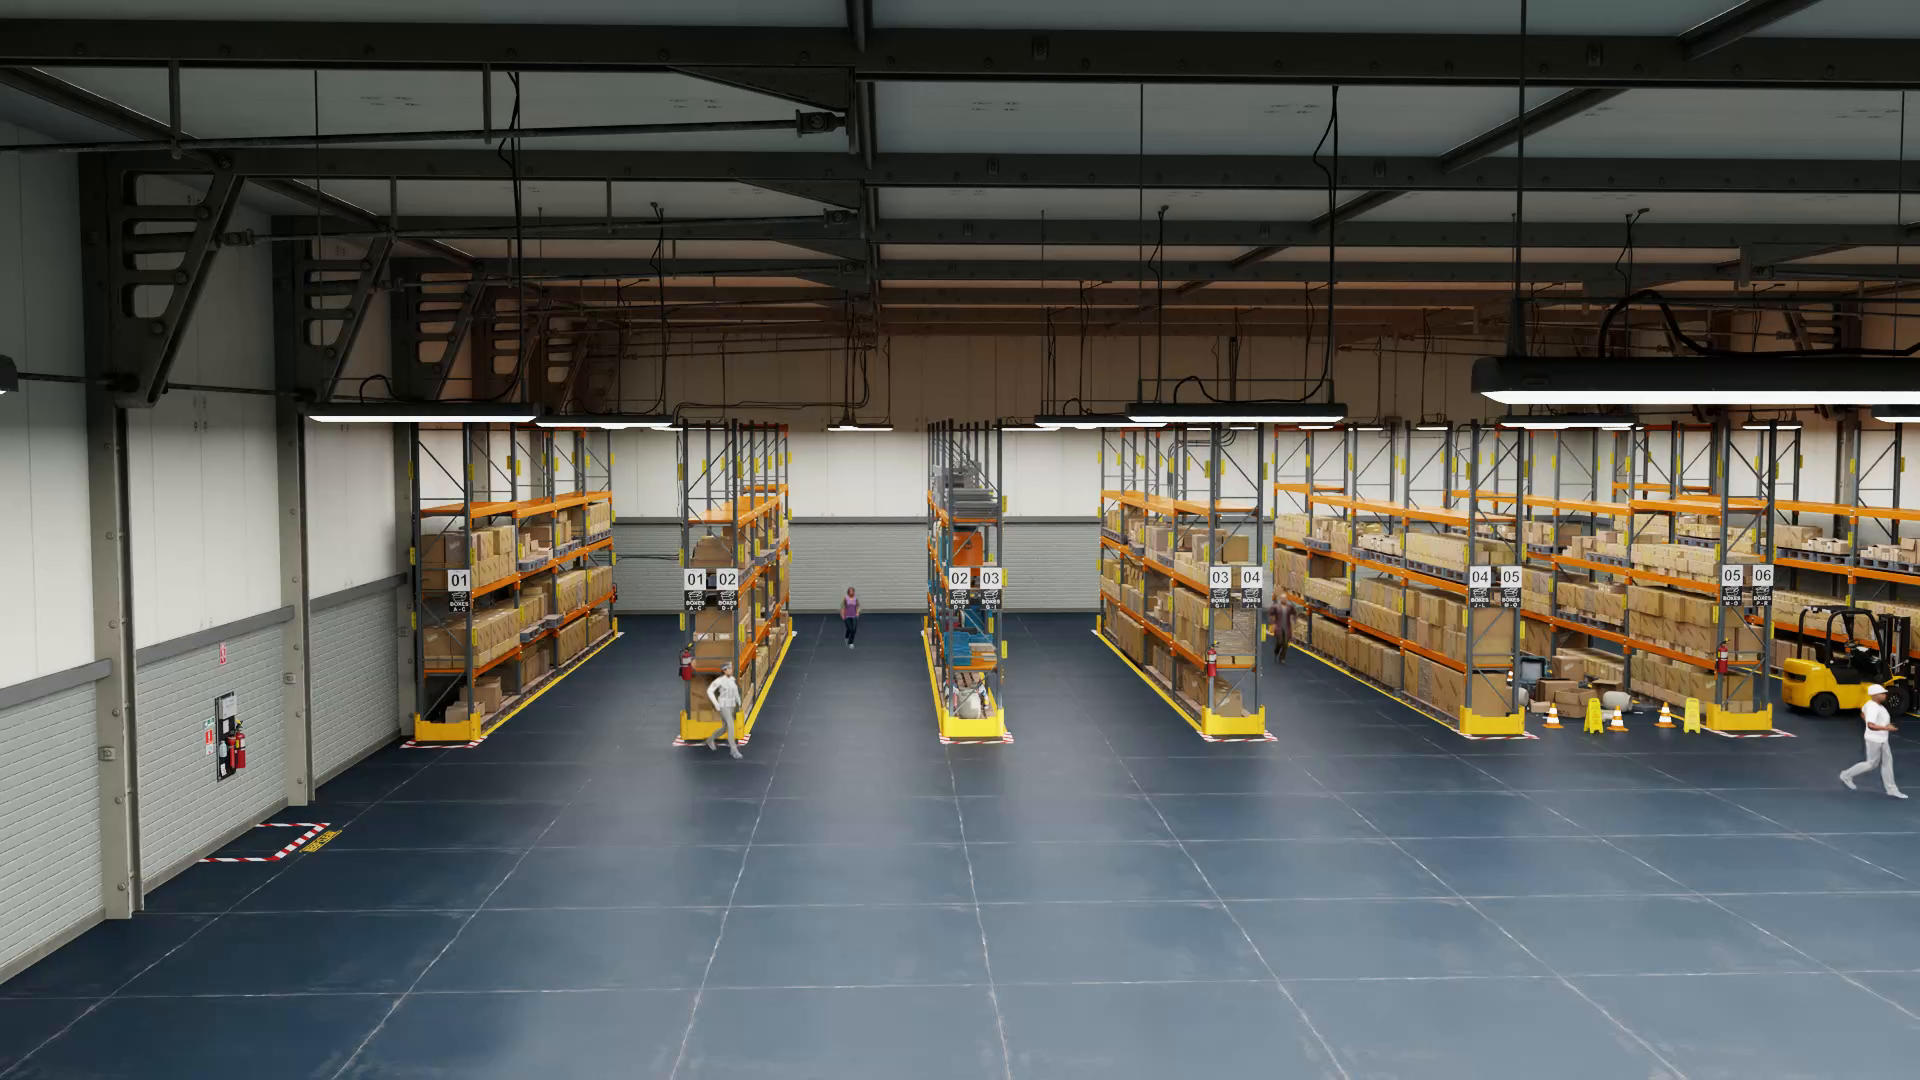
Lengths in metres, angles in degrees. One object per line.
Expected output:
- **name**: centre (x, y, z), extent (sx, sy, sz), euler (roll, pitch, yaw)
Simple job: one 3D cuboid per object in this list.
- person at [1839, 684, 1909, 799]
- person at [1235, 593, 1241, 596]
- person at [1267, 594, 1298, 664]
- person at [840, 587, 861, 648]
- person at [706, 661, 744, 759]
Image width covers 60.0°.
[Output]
- **person**: centre (14.383, 3.148, 26.126), extent (0.972, 1.765, 0.690), euler (3, 5, 39)
- **person**: centre (7.743, 1.914, 46.170), extent (0.711, 1.733, 0.562), euler (0, 4, 0)
- **person**: centre (8.036, 2.208, 41.301), extent (0.723, 1.746, 0.629), euler (0, 4, -3)
- **person**: centre (-2.772, 1.963, 42.166), extent (0.523, 1.559, 0.504), euler (-1, 4, -13)
- **person**: centre (-4.155, 2.997, 29.546), extent (0.843, 1.702, 0.635), euler (2, 4, 29)
